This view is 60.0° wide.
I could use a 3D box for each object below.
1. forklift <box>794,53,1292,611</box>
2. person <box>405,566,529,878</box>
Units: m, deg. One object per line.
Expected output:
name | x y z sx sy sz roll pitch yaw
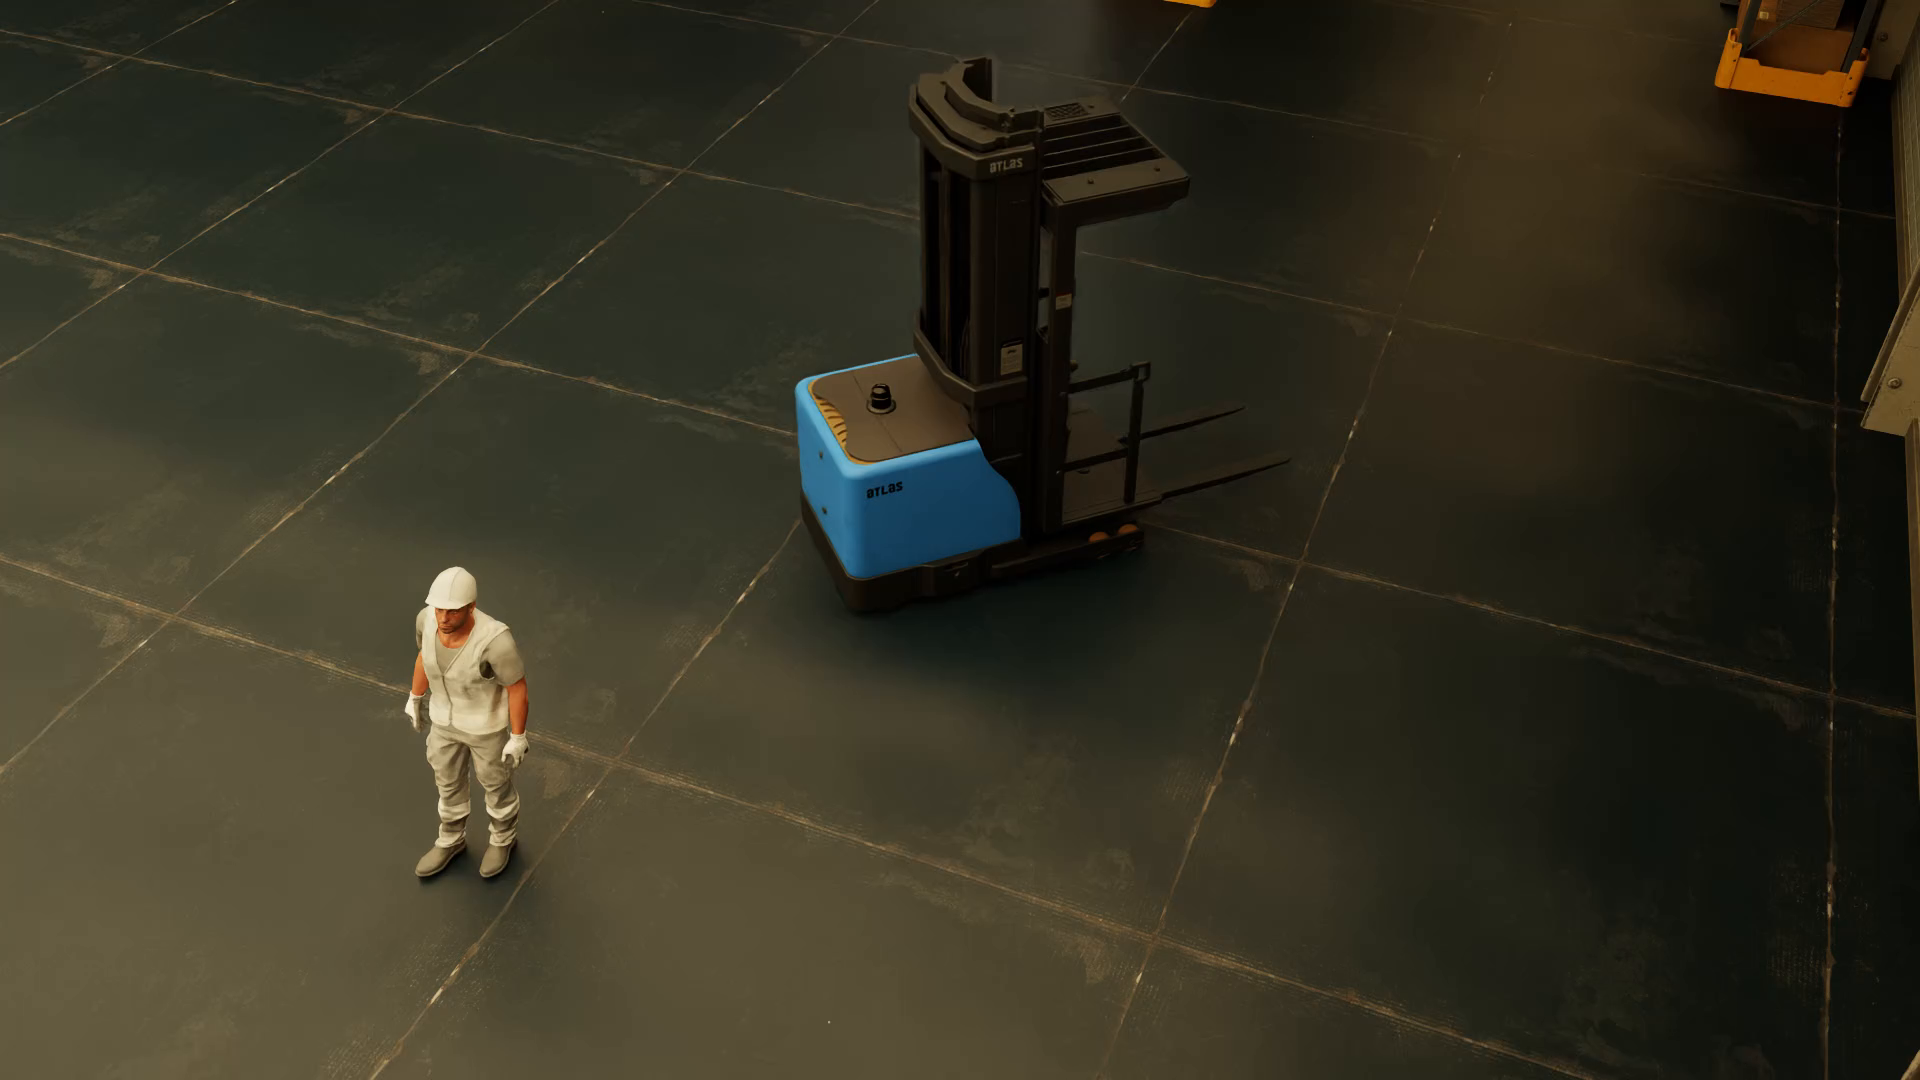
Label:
forklift | 0.585 -1.309 9.570 3.031 2.935 1.130 -15 42 -17
person | -2.344 0.897 7.813 0.638 1.789 0.563 14 42 16
